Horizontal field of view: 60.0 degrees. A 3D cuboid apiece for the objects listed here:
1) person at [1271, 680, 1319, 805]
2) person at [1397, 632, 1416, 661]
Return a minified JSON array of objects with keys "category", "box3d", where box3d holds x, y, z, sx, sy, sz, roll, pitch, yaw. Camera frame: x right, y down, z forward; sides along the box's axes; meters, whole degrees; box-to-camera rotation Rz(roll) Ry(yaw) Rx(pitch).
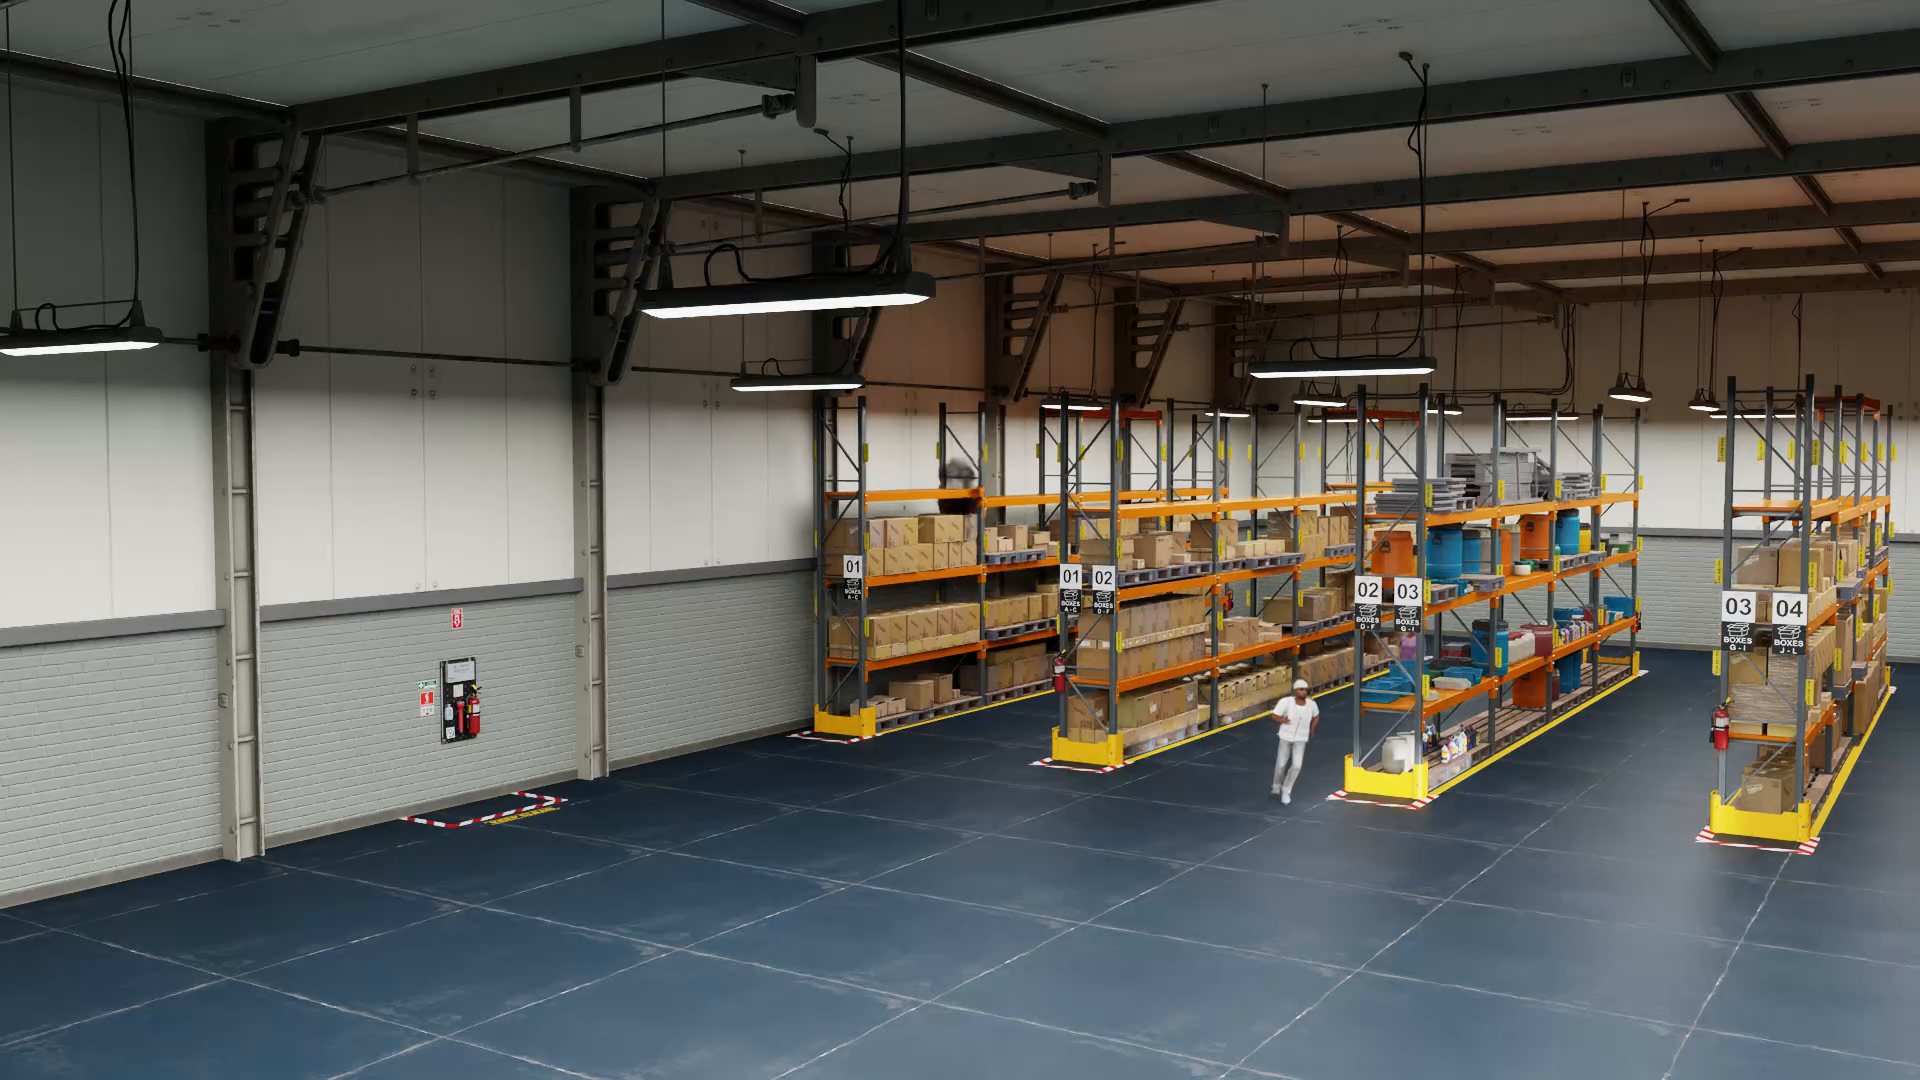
[{"category":"person","box3d":[4.821,2.889,23.878,0.703,1.778,0.707,0,3,6]},{"category":"person","box3d":[8.961,2.481,33.144,0.551,1.609,0.821,2,3,27]}]
